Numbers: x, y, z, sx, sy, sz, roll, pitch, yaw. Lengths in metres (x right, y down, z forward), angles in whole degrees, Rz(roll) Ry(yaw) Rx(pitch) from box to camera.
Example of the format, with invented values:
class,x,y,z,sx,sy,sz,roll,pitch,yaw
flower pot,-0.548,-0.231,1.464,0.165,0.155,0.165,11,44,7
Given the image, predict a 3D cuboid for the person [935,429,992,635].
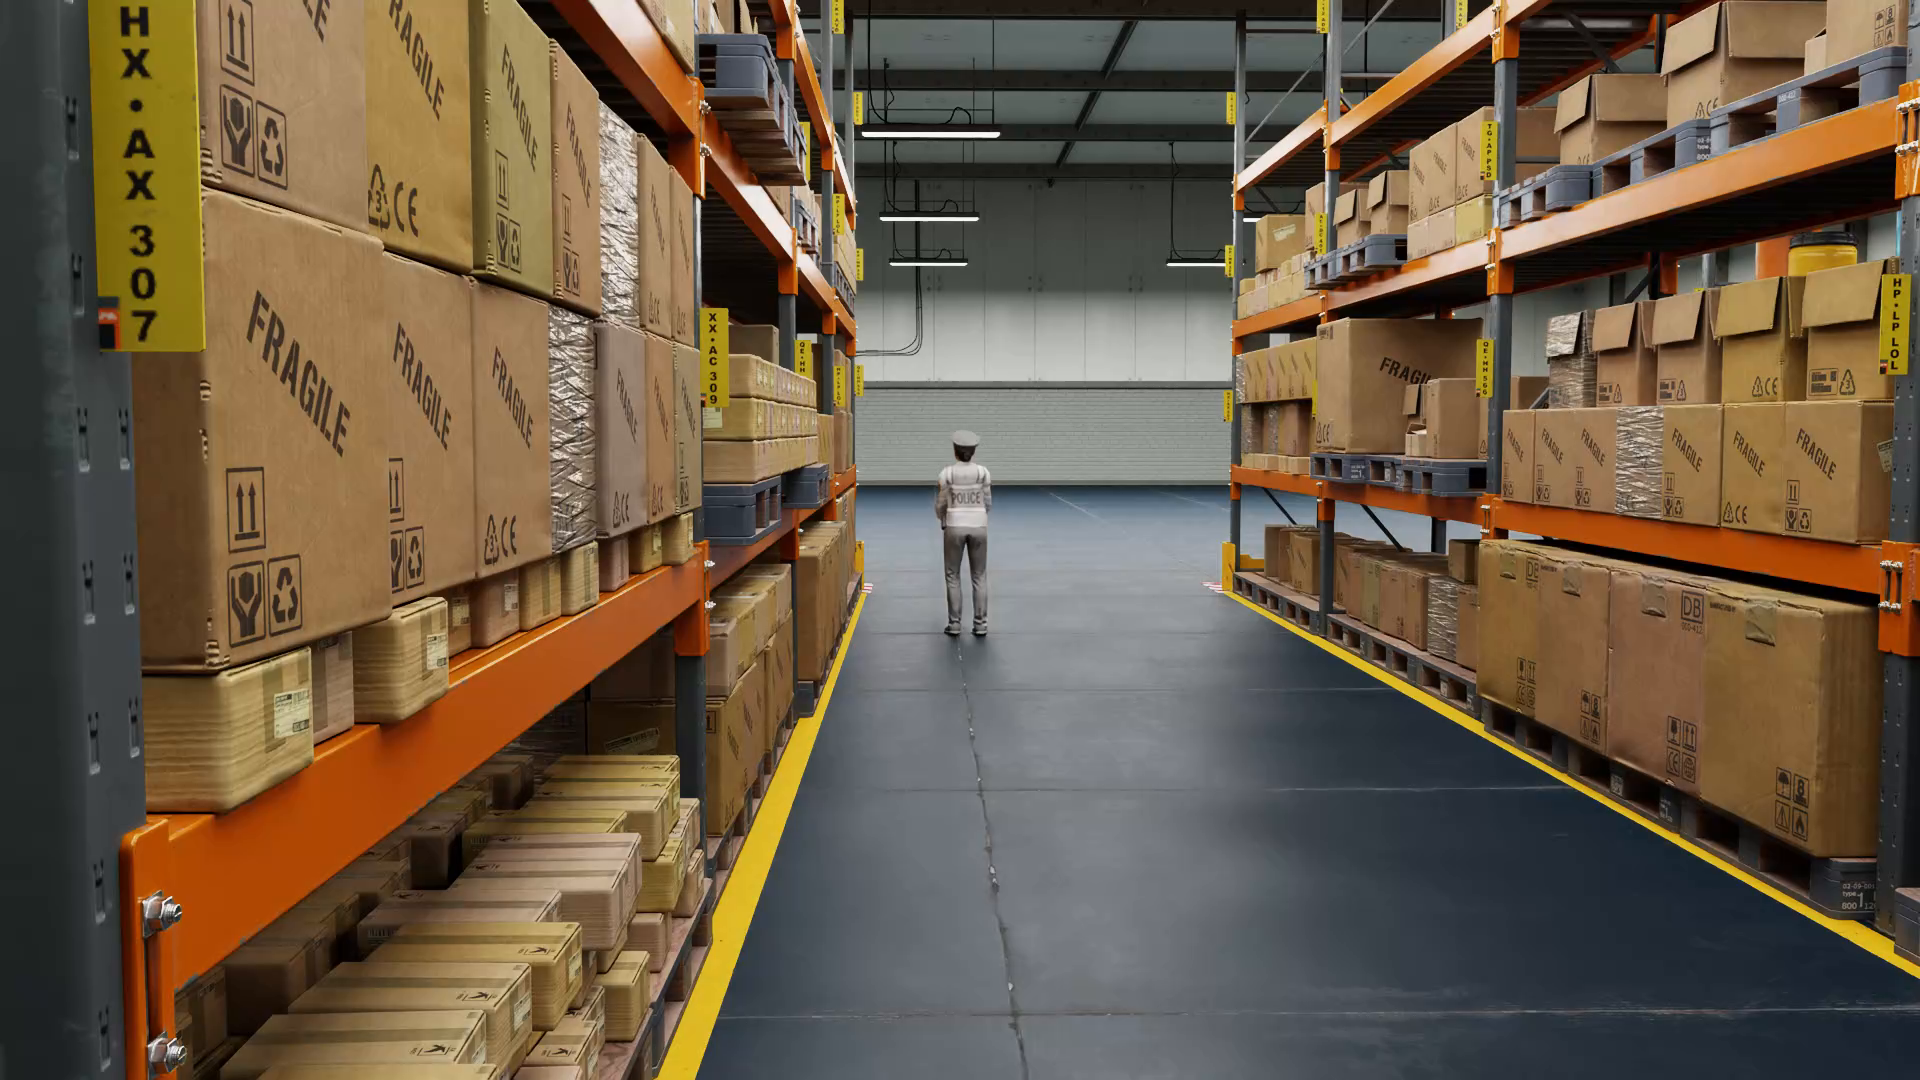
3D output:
class,x,y,z,sx,sy,sz,roll,pitch,yaw
person,0.027,-0.066,13.724,0.466,1.693,0.559,-1,4,-9
